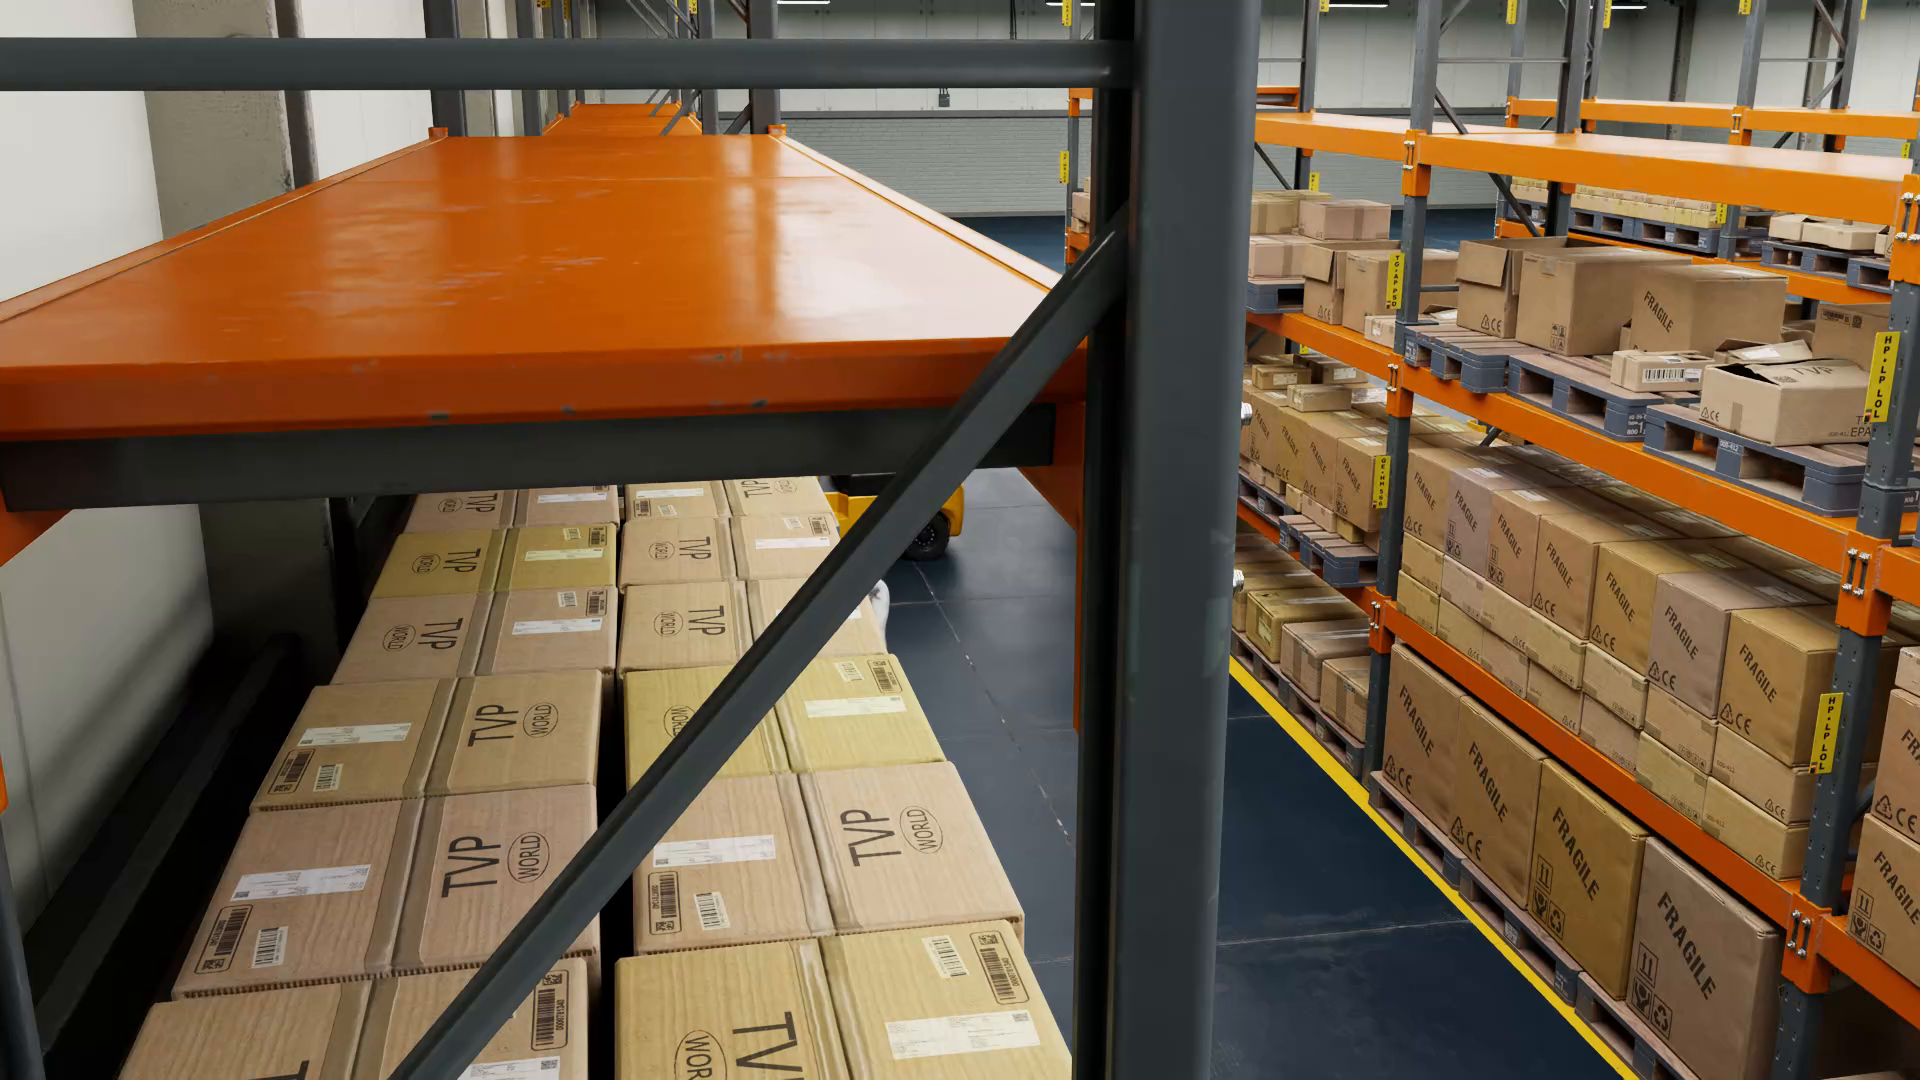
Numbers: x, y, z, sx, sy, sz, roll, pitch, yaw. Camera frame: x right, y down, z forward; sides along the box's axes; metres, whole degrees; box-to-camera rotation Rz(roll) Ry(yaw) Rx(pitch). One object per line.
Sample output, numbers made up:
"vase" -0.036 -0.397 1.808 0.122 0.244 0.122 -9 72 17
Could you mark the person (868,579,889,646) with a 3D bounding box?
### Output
"person" -0.824 0.611 12.352 0.571 1.004 0.926 -3 16 -11
